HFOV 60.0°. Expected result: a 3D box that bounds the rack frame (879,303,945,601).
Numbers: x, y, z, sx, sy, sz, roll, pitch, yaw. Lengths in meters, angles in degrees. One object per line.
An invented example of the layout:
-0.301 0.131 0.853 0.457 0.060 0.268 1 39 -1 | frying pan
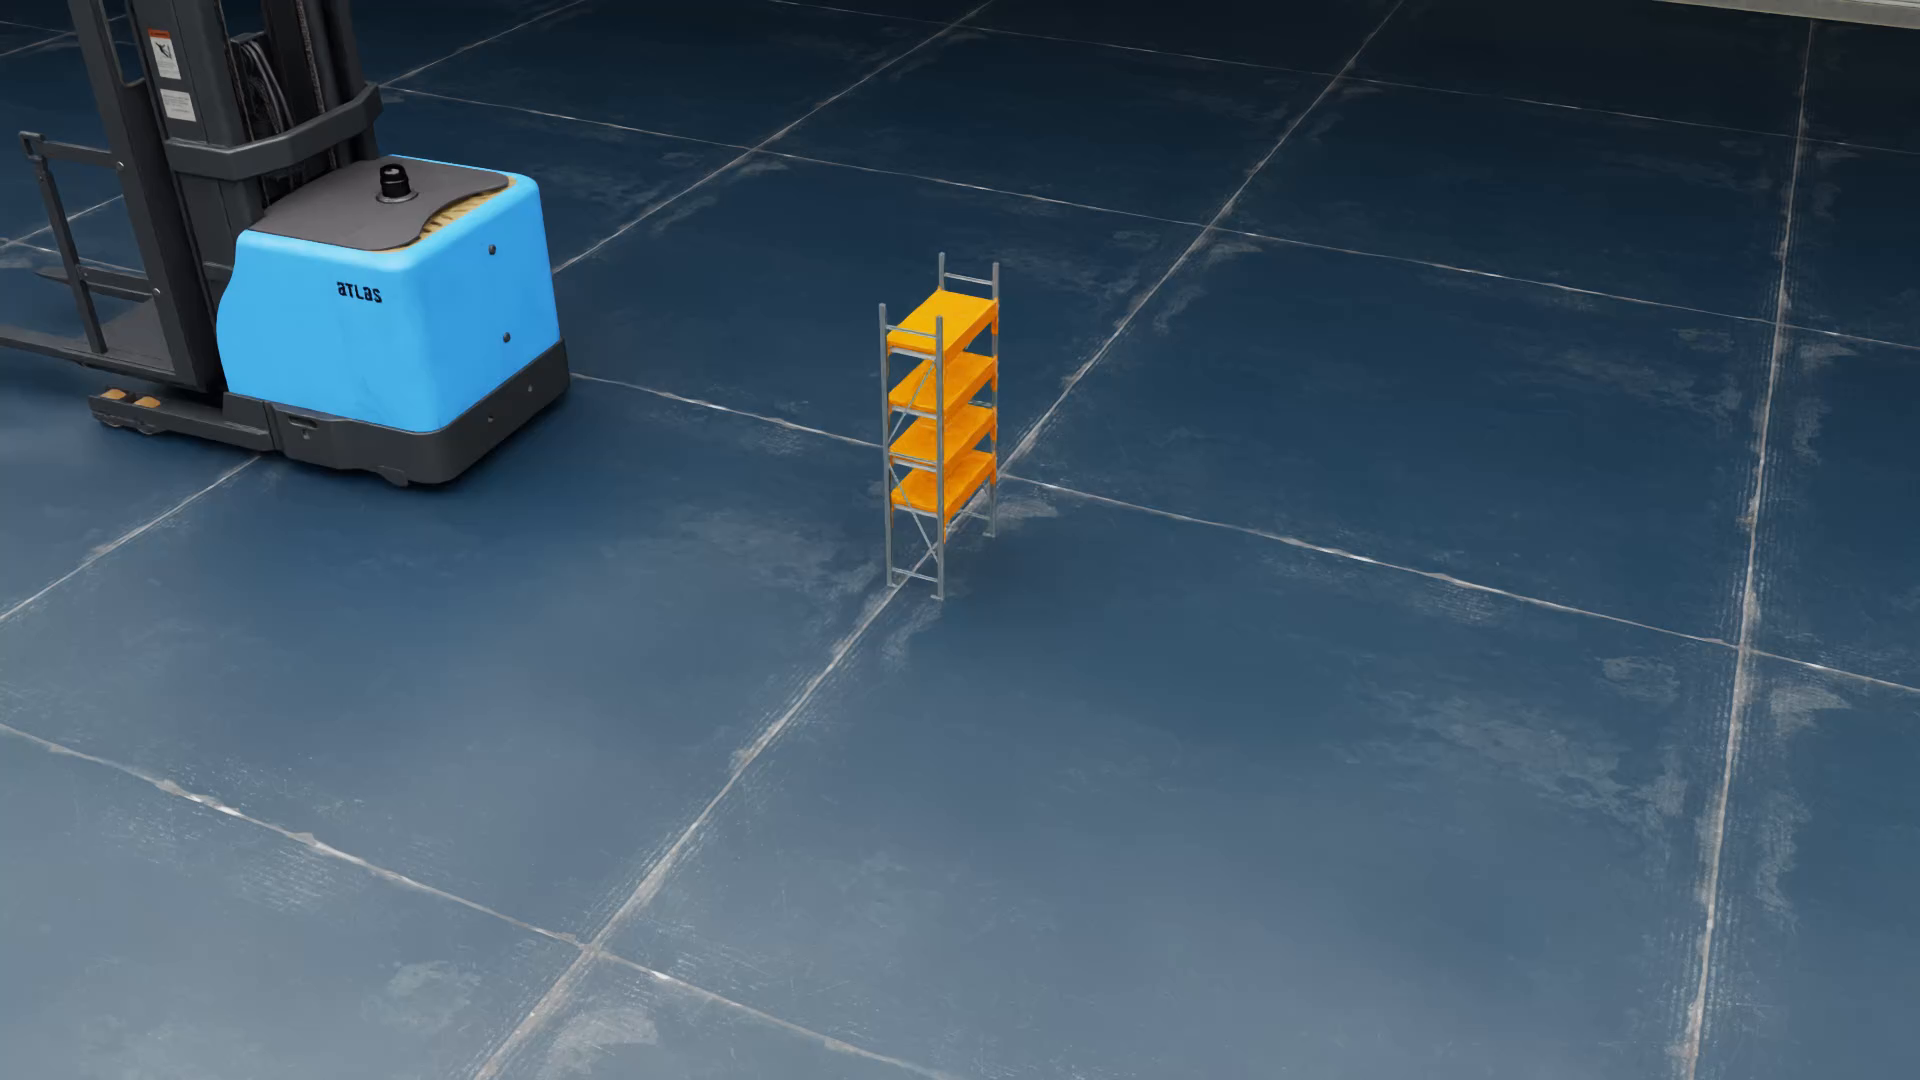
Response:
-0.171 -0.298 6.110 0.240 1.200 0.015 14 36 20 | rack frame

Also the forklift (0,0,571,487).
-3.378 -1.955 7.058 3.031 2.935 1.130 12 35 18 | forklift

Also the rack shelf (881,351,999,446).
-0.069 -0.550 6.210 0.258 0.148 0.480 14 36 20 | rack shelf

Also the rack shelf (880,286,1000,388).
-0.069 -0.748 6.080 0.258 0.148 0.480 14 36 20 | rack shelf

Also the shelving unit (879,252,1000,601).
-0.069 -0.419 6.295 0.258 1.200 0.503 14 36 20 | shelving unit

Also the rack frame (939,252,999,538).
0.033 -0.541 6.481 0.240 1.200 0.015 14 36 20 | rack frame

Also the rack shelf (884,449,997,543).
-0.069 -0.197 6.441 0.258 0.148 0.480 14 36 20 | rack shelf

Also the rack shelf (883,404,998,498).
-0.069 -0.363 6.332 0.258 0.148 0.480 14 36 20 | rack shelf
